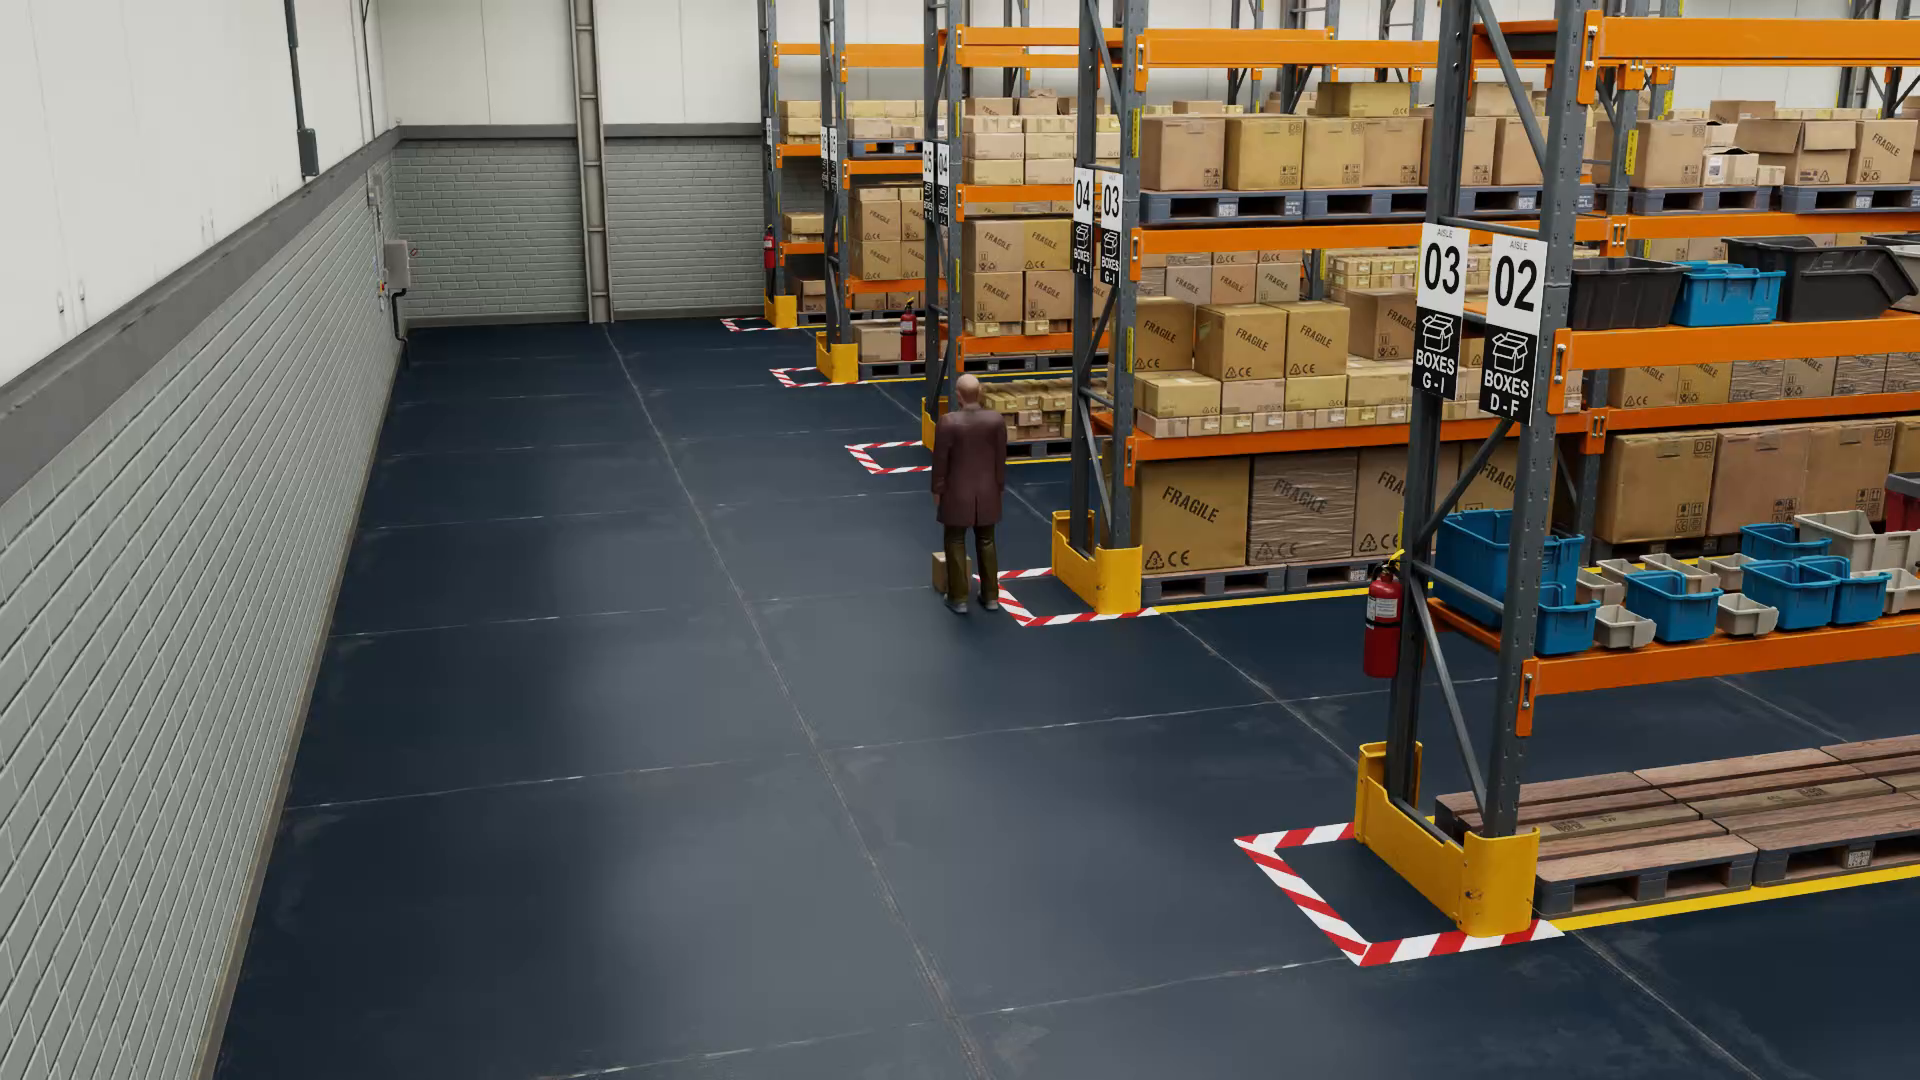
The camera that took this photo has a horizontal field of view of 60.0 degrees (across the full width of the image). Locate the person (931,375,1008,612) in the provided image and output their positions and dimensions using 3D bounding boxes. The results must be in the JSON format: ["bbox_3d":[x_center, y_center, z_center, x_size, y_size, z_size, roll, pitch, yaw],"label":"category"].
[{"bbox_3d":[0.056,-0.352,12.322,0.562,1.773,0.379,-4,16,-14],"label":"person"}]
